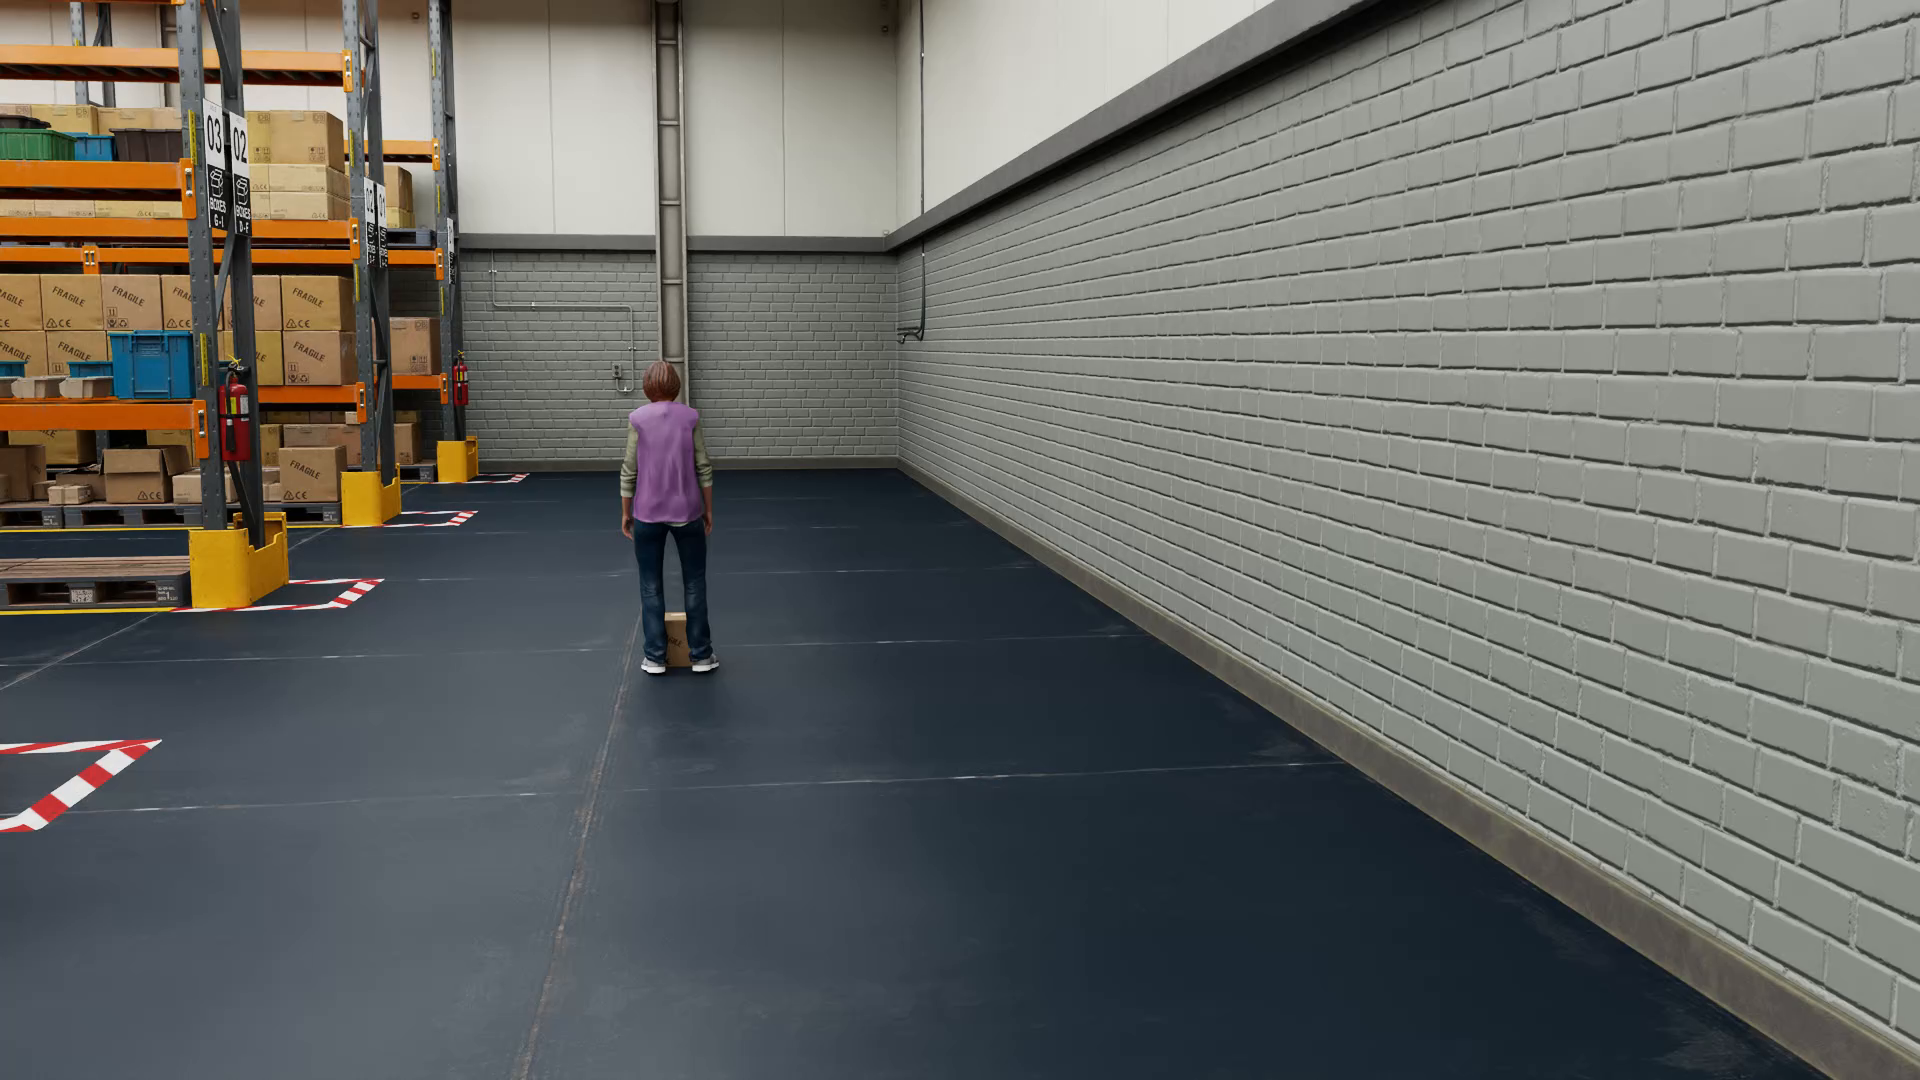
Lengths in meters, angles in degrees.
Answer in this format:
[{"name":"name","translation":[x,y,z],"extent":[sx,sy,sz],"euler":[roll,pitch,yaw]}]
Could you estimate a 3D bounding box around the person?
[{"name":"person","translation":[-1.484,-0.112,8.479],"extent":[0.483,1.594,0.340],"euler":[-1,7,-11]}]
